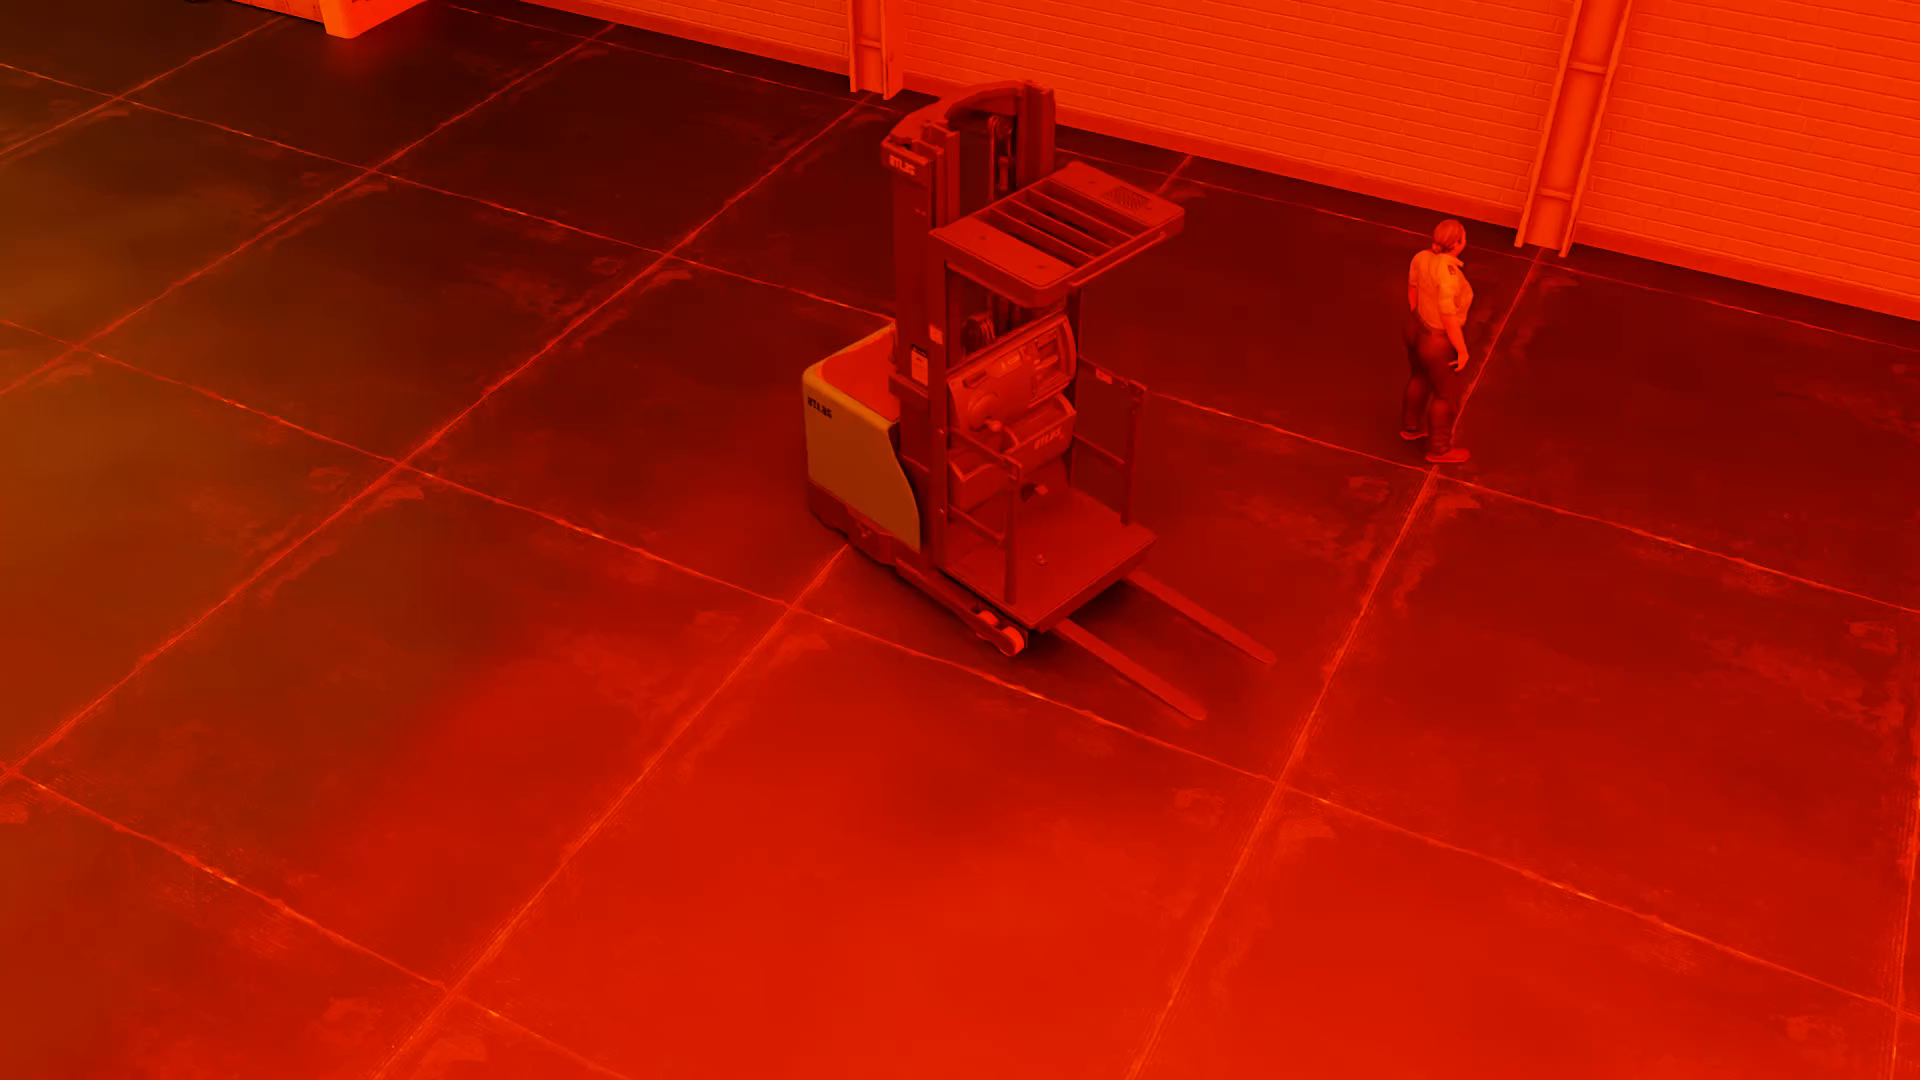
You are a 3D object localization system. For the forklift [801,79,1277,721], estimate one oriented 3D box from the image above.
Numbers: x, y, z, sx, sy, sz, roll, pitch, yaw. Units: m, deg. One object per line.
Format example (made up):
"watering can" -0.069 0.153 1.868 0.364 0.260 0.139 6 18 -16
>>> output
"forklift" 0.442 -0.839 8.983 1.130 2.935 3.031 -33 50 -33

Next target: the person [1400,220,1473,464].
"person" 3.057 -1.275 10.501 0.462 1.664 0.563 -11 41 -13
